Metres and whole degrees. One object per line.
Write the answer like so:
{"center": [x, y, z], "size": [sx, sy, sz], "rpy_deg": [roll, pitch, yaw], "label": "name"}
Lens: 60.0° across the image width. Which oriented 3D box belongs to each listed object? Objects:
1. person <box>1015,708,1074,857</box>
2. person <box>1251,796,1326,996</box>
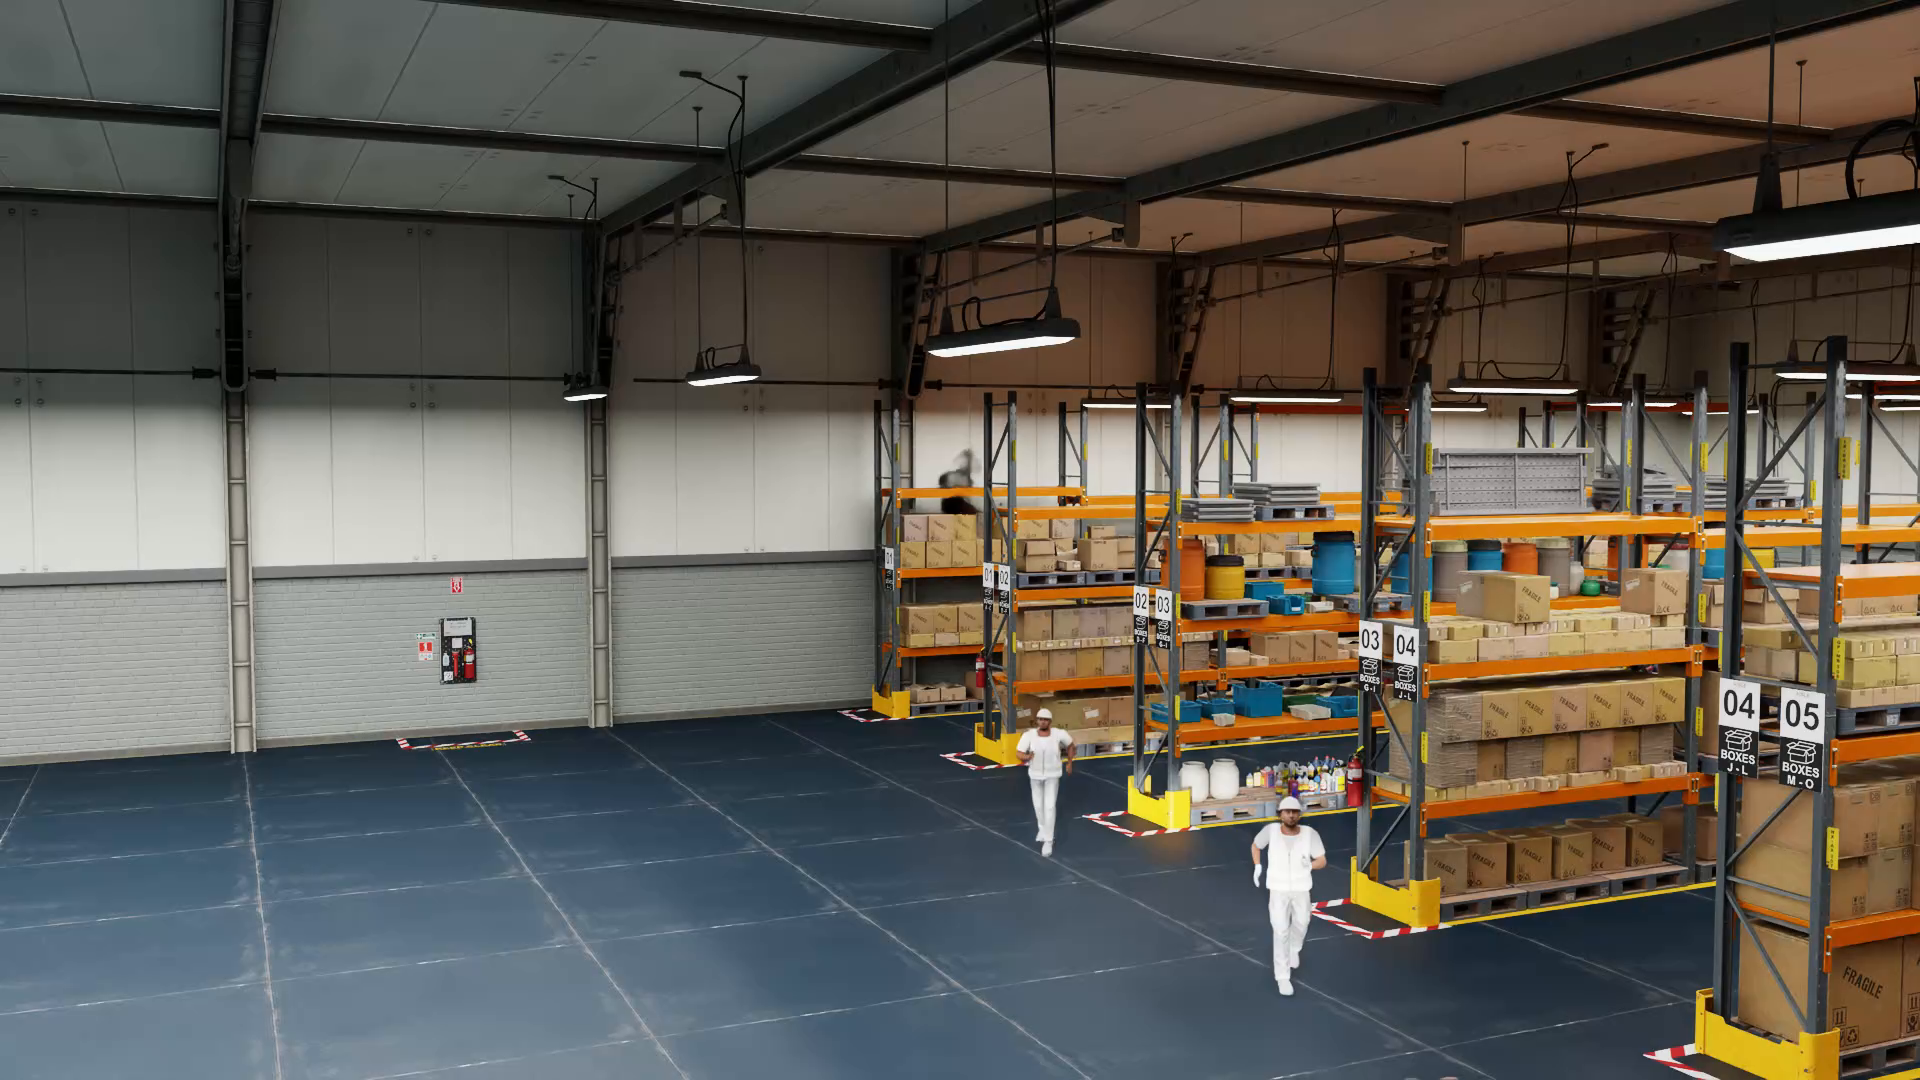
{"center": [1.069, 3.037, 21.171], "size": [0.703, 1.820, 0.833], "rpy_deg": [1, 3, 13], "label": "person"}
{"center": [3.136, 3.322, 15.833], "size": [0.685, 1.766, 1.002], "rpy_deg": [0, 3, 5], "label": "person"}
